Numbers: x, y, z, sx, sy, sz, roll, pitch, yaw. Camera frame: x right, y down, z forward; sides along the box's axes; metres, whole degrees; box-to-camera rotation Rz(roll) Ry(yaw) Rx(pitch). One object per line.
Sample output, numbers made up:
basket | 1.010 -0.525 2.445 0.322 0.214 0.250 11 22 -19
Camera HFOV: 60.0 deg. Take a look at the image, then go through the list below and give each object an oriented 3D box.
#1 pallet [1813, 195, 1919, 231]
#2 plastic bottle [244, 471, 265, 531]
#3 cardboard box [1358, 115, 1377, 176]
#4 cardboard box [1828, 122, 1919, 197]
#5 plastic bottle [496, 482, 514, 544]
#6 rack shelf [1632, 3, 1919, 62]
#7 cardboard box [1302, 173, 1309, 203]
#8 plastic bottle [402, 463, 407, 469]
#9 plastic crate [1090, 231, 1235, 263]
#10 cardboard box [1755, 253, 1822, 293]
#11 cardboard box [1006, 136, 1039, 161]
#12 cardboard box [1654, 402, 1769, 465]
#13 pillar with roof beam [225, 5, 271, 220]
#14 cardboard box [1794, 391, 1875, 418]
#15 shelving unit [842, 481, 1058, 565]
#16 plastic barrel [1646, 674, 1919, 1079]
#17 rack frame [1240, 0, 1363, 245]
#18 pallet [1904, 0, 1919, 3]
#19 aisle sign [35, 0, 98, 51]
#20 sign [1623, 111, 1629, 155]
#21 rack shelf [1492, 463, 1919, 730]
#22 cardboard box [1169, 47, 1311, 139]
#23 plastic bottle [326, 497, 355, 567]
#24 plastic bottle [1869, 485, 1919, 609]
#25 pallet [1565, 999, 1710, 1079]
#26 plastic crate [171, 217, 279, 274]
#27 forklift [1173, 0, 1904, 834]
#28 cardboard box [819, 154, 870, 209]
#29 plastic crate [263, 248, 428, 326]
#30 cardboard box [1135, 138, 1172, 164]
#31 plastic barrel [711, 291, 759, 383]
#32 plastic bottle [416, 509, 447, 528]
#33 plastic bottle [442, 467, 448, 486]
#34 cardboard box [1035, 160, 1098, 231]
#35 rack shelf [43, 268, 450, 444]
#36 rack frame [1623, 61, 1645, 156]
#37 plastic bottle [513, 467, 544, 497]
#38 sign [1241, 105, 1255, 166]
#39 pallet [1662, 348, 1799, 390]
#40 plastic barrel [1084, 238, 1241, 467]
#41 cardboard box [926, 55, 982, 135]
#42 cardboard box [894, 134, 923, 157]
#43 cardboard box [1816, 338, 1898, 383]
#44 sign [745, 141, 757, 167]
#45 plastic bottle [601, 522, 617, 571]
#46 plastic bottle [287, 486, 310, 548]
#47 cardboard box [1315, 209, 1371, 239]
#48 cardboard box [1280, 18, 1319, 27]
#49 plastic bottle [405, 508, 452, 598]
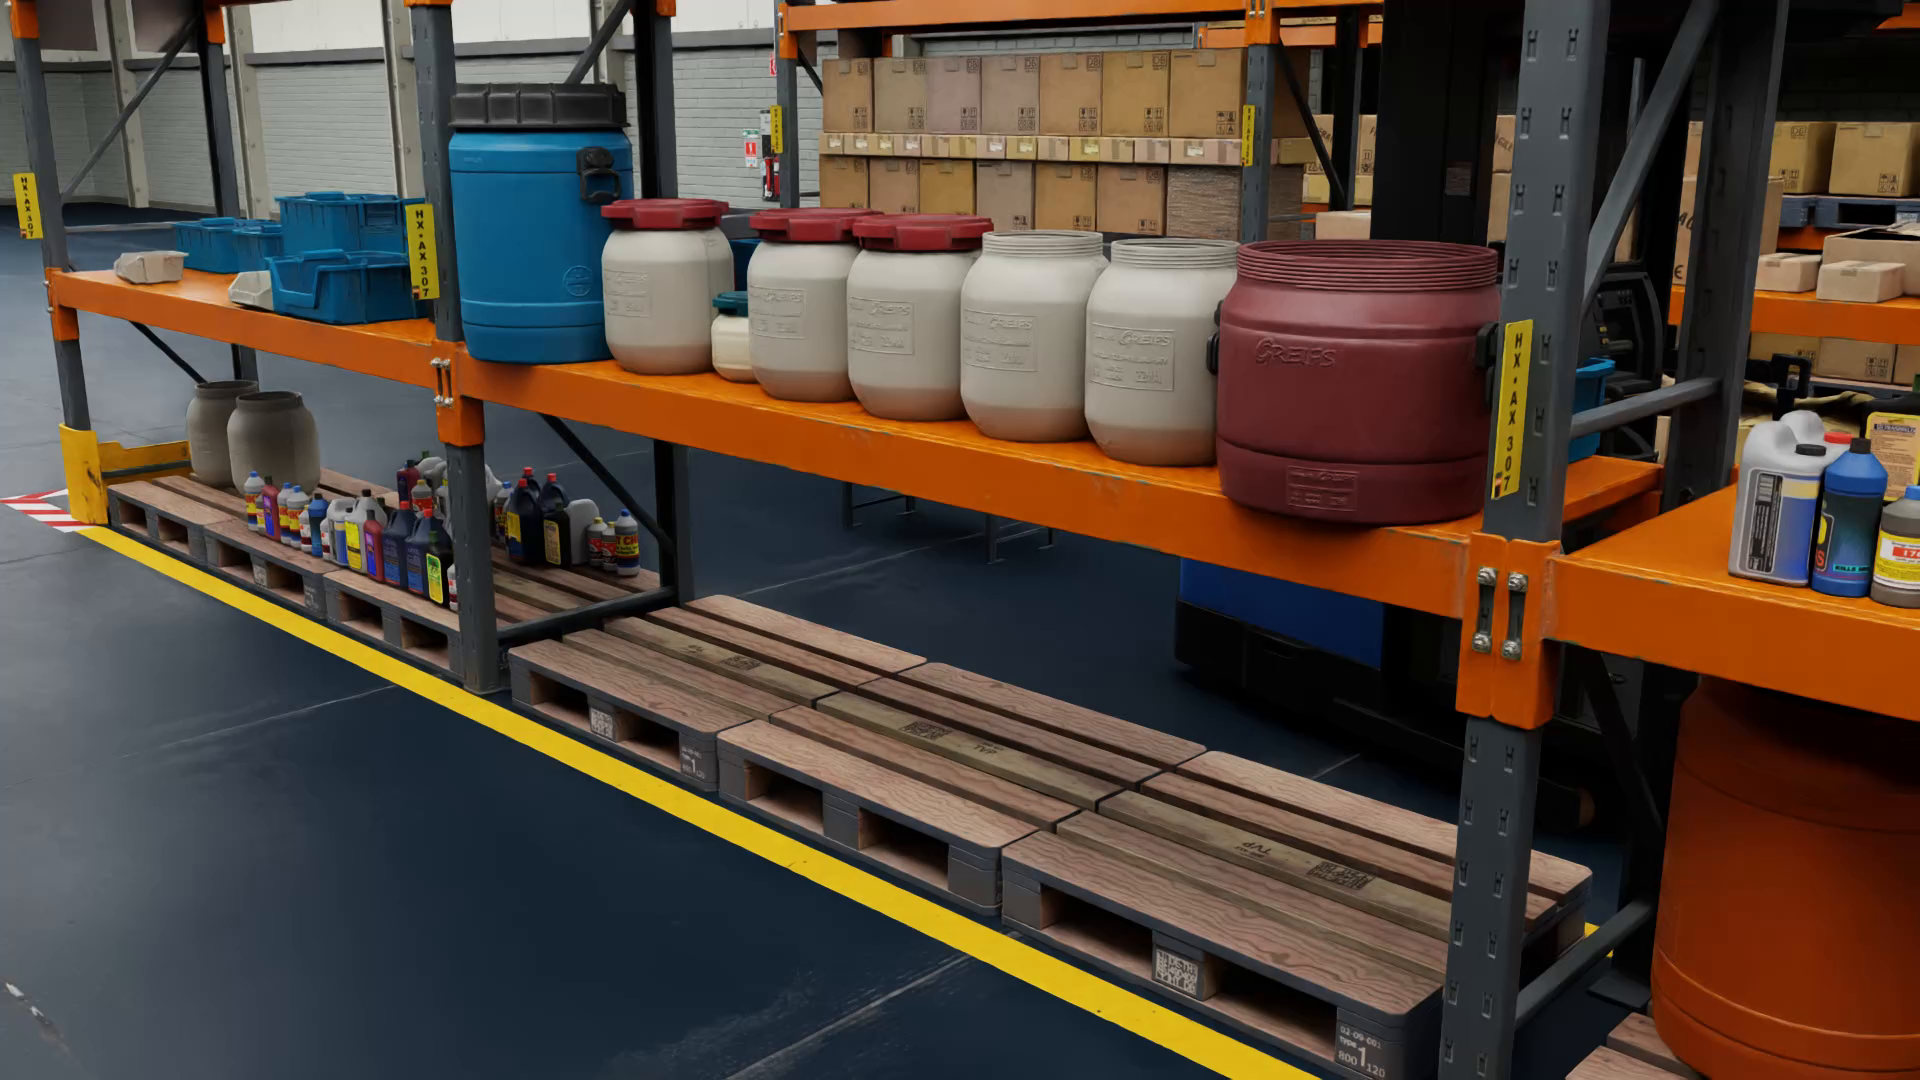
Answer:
pallet | 6.826 -2.309 11.726 1.213 0.211 1.003 14 20 42
plastic bottle | -3.267 -0.184 7.726 0.097 0.271 0.097 0 15 0
cardboard box | 3.752 -3.357 14.137 0.500 0.500 0.500 -14 20 -42
cardboard box | 6.636 -2.720 11.853 0.700 0.500 0.500 -11 18 -37
plastic bottle | -2.037 -0.126 7.505 0.097 0.271 0.097 0 15 0
rack shelf | 6.840 -3.516 11.457 4.000 0.370 1.077 14 20 42
cardboard box | 3.035 -3.169 14.903 0.500 0.250 0.500 13 19 41
plastic bottle | -2.729 -0.282 8.242 0.097 0.201 0.097 0 15 0
plastic crate | 0.452 -0.634 4.790 0.583 0.464 0.402 14 20 42
cardboard box | 3.887 -1.255 7.796 0.380 0.149 0.250 -13 19 -40
cardboard box | 0.514 -2.503 10.603 0.380 0.149 0.250 -14 20 -42
cardboard box | 3.556 -0.533 8.036 0.500 0.311 0.500 13 20 42
pillar with roof beam | -16.640 -9.820 28.271 0.400 9.000 9.100 14 20 42
cardboard box | 4.287 -0.543 8.074 0.500 0.311 0.500 13 19 41
shelving unit | -0.061 -0.741 8.300 1.048 1.500 0.538 14 20 42
plastic barrel | 1.767 0.665 3.403 0.708 0.830 0.600 14 20 42
rack frame | 1.965 -1.863 9.634 0.127 3.000 1.000 14 20 42
pallet | 6.520 -3.815 11.549 1.003 0.211 1.213 14 20 42
aisle sign | -4.611 -2.882 8.389 0.004 0.787 0.394 14 20 42
sign | 5.029 -3.082 12.595 0.005 0.325 0.100 14 20 42
rack shelf | 2.843 0.433 2.247 4.000 0.370 1.077 14 20 42
cardboard box | 1.641 -2.616 9.751 0.500 0.500 0.700 14 20 42
plastic bottle | -2.625 -0.039 7.163 0.152 0.276 0.135 -14 20 -43
plastic bottle | 1.625 0.008 2.846 0.097 0.201 0.097 0 15 0
pallet | 2.000 1.215 3.350 1.213 0.211 1.003 14 20 42
plastic crate | -3.788 -1.560 8.764 0.616 0.251 0.499 14 20 42
forklift | 2.081 -0.668 5.184 1.130 2.935 3.031 -10 18 -34
cardboard box | -0.588 -2.528 11.986 0.500 0.500 0.700 14 20 42
plastic crate | -2.461 -1.037 6.759 0.616 0.251 0.499 14 20 42
cardboard box | 1.253 -2.323 9.915 0.250 0.149 0.380 13 19 41
plastic barrel | -0.630 -0.638 5.208 0.301 0.262 0.301 0 15 0
plastic bottle | -2.193 0.015 6.955 0.135 0.276 0.152 14 20 42
plastic bottle | -2.345 -0.252 7.833 0.144 0.351 0.185 -14 20 -42
cardboard box | 0.898 -2.168 10.605 0.500 0.500 0.700 14 20 43
rack shelf | -2.916 -0.967 7.620 4.000 0.370 1.077 14 20 42
rack frame | 5.400 -2.763 13.087 0.127 3.000 1.000 14 20 42
plastic bottle | -1.905 -0.145 7.422 0.185 0.351 0.144 13 19 40
sign | 1.581 -2.219 9.127 0.005 0.325 0.100 14 20 42
pallet | 5.962 -1.278 12.917 1.213 0.211 1.003 14 20 42
plastic barrel | 0.515 -0.460 4.027 0.421 0.512 0.421 0 15 0
cardboard box | 0.196 -2.967 11.099 0.500 0.500 0.700 14 20 42
cardboard box | -0.231 -2.684 11.298 0.250 0.149 0.380 13 20 41
cardboard box | 6.688 -1.463 12.181 0.500 0.500 0.700 14 20 43
sign | -2.773 -5.120 22.062 0.234 0.329 0.001 14 20 42
plastic bottle | -1.474 0.023 7.071 0.097 0.201 0.097 0 15 0
plastic bottle | -2.948 -0.106 7.429 0.097 0.271 0.097 0 15 0
cardboard box | 2.349 -1.712 9.353 0.500 0.250 0.500 -13 19 -41
cardboard box | 2.950 -4.768 14.596 0.500 0.500 0.500 -13 19 -41
plastic bottle | -2.140 0.044 6.696 0.185 0.351 0.144 13 19 41
